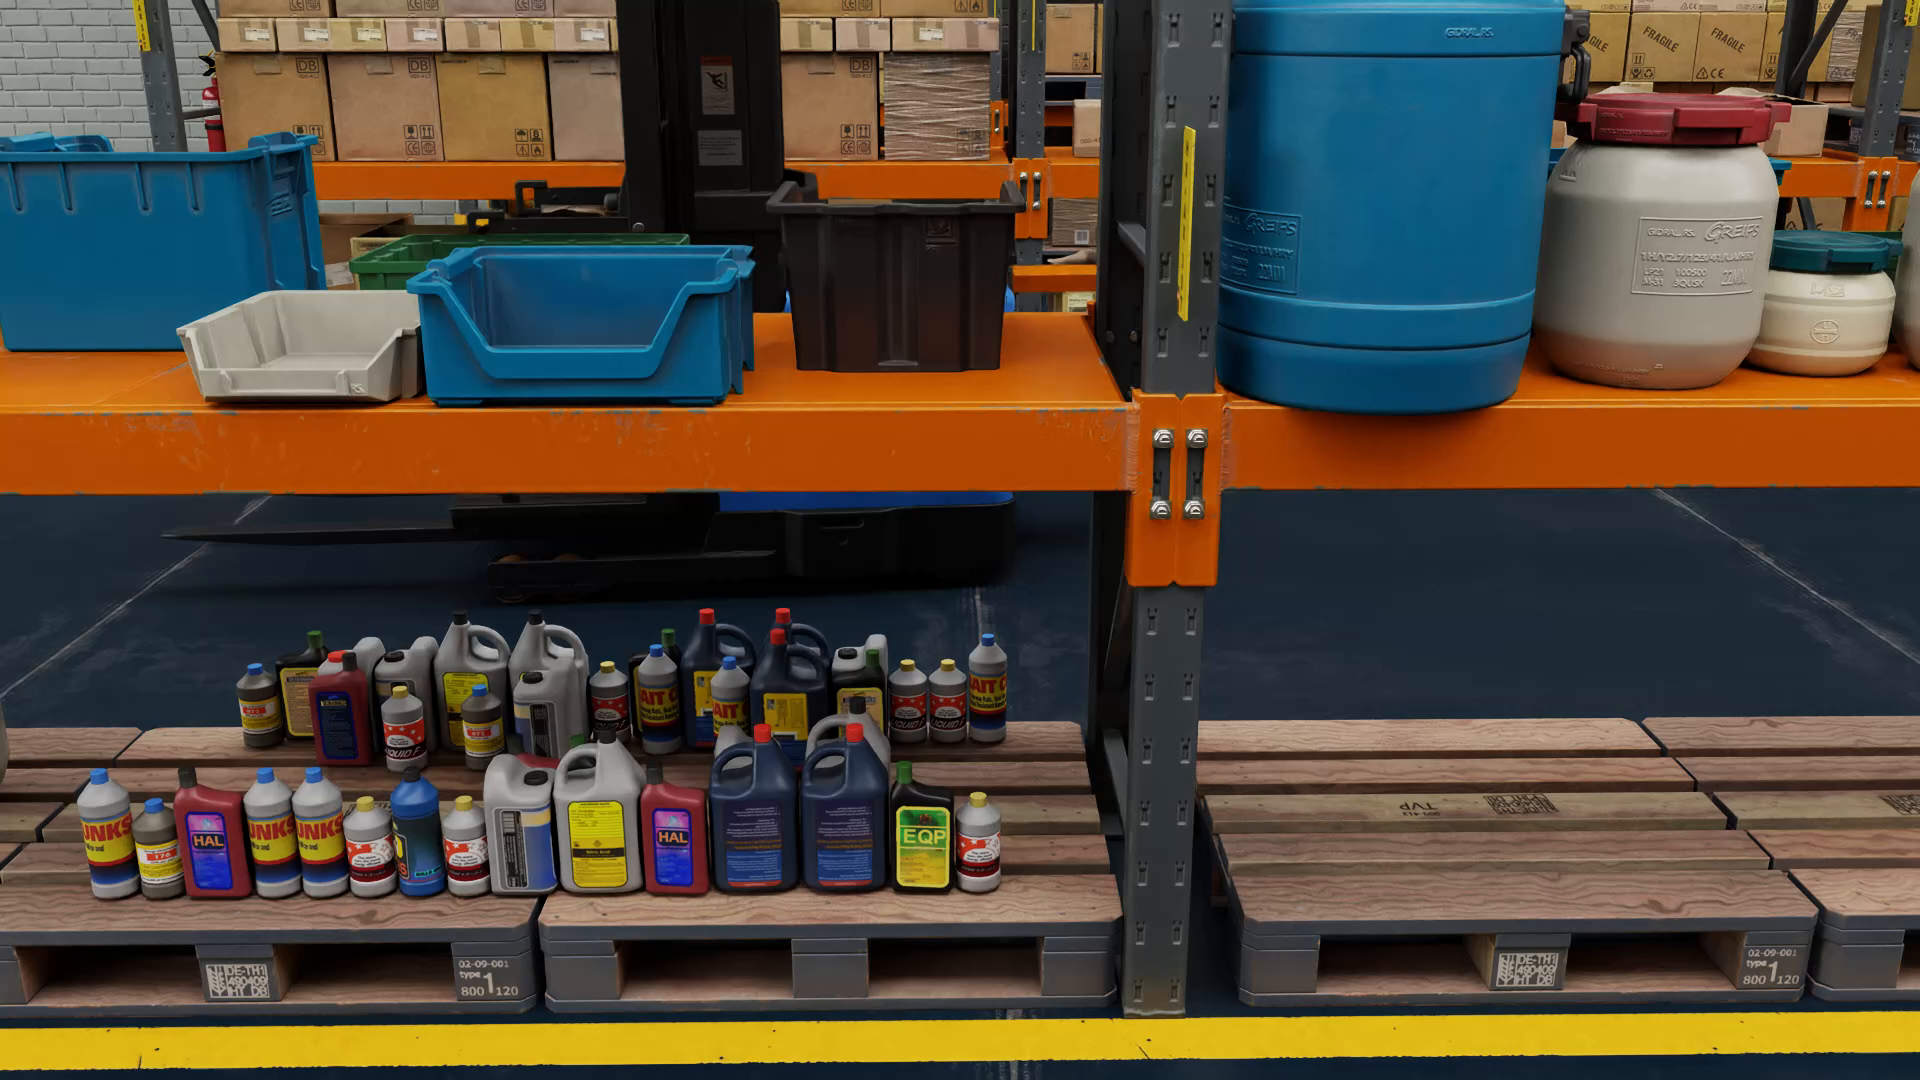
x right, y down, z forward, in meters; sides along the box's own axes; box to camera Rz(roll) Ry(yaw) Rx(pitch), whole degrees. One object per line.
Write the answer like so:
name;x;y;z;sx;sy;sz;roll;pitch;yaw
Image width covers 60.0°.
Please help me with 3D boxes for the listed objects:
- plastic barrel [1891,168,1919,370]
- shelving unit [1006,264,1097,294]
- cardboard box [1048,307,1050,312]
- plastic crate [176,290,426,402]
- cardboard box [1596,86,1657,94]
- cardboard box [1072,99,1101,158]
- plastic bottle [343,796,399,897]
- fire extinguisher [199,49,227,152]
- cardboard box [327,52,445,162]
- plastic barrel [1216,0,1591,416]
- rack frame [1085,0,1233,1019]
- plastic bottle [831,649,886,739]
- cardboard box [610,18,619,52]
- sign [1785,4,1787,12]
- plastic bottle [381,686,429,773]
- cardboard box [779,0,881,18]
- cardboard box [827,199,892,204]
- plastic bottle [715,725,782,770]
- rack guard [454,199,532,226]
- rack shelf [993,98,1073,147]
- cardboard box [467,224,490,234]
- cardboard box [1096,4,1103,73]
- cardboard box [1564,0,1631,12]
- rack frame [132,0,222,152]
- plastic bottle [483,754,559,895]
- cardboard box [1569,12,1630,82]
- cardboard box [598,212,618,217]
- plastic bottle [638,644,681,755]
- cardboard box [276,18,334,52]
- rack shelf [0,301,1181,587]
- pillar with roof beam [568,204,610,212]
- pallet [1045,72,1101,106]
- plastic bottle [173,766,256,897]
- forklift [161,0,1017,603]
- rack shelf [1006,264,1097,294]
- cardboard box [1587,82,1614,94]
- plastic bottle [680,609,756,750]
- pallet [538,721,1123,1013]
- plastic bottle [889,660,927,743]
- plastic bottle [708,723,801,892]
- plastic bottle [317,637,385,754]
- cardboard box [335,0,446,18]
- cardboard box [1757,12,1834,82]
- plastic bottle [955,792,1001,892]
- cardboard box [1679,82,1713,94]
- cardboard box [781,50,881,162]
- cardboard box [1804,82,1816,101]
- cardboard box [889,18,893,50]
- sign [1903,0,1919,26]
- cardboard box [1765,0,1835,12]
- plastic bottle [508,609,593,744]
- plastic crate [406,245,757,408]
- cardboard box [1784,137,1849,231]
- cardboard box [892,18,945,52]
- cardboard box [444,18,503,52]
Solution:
plastic barrel;2.090;-0.593;3.263;0.433;0.535;0.433;0;18;0
shelving unit;0.419;-0.583;6.402;0.503;1.200;0.258;-2;18;-5
cardboard box;0.732;-1.081;8.821;0.500;0.250;0.500;0;18;-1
plastic crate;-1.223;-0.376;3.242;0.437;0.136;0.530;0;18;-1
cardboard box;3.424;-2.132;8.428;0.500;0.311;0.500;0;18;-2
cardboard box;0.813;-2.044;8.255;0.500;0.250;0.500;1;18;3
plastic bottle;-1.244;0.639;3.506;0.097;0.201;0.097;0;18;0
fire extinguisher;-3.803;-2.185;8.575;0.183;0.674;0.296;0;18;-1
cardboard box;-2.686;-2.131;8.115;0.500;0.500;0.700;0;18;1
plastic barrel;0.787;-0.735;3.108;0.708;0.901;0.600;0;18;-1
rack frame;0.396;-0.587;3.467;0.127;3.000;1.000;0;18;-1
plastic bottle;-0.250;0.407;4.095;0.133;0.283;0.061;0;18;-1
cardboard box;-1.482;-2.382;7.836;0.250;0.149;0.380;0;18;1
sign;4.303;-2.799;8.595;0.005;0.325;0.100;0;18;-1
plastic bottle;-1.362;0.457;4.073;0.097;0.201;0.097;0;18;0
cardboard box;-0.627;-2.758;7.948;0.500;0.500;0.700;0;18;-1
cardboard box;-0.797;-2.615;13.160;0.500;0.500;0.500;-2;18;-5
plastic bottle;-0.462;0.547;3.669;0.135;0.276;0.152;0;18;-1
rack guard;-3.684;-2.404;13.222;0.348;0.500;1.175;0;18;-1
rack shelf;2.240;-3.280;13.039;4.000;0.370;1.077;0;18;-1
cardboard box;-2.138;-1.272;8.190;0.500;0.500;0.500;0;18;-1
cardboard box;1.308;-3.862;12.794;0.500;0.500;0.700;2;18;5
cardboard box;4.726;-4.112;12.543;0.500;0.250;0.500;0;18;0
rack frame;-3.678;-2.081;8.123;0.127;3.000;1.000;0;18;-1
plastic bottle;-0.920;0.594;3.525;0.135;0.276;0.152;0;18;0
cardboard box;4.729;-3.755;12.659;0.500;0.500;0.500;0;18;1
cardboard box;-1.647;-1.433;8.691;0.500;0.500;0.500;0;18;-1
plastic bottle;-0.753;0.393;4.159;0.097;0.271;0.097;0;18;0
cardboard box;-3.018;-2.375;7.816;0.250;0.149;0.380;-1;18;-2
rack shelf;-1.603;-0.235;3.547;4.000;0.370;1.077;0;18;-1
pillar with roof beam;-3.005;-5.403;8.658;0.400;9.000;9.100;0;18;-1
pallet;1.006;-3.481;12.802;1.213;0.211;1.003;0;18;-1
plastic bottle;-1.559;0.607;3.471;0.133;0.283;0.061;0;18;0
forklift;-1.342;-1.342;5.933;3.031;2.935;1.130;-2;18;-5
rack shelf;0.419;-0.958;6.282;0.480;0.148;0.258;-2;18;-5
cardboard box;4.824;-3.451;12.775;0.250;0.149;0.380;0;18;0
plastic bottle;-0.606;0.343;4.184;0.185;0.351;0.144;-1;18;-3
pallet;-0.276;0.731;3.922;1.213;0.211;1.003;0;18;-1
plastic bottle;-0.133;0.405;4.237;0.097;0.201;0.097;0;18;0
plastic bottle;-0.435;0.557;3.517;0.185;0.351;0.144;-1;18;-4
plastic bottle;-1.521;0.384;4.178;0.135;0.276;0.152;0;18;0
cardboard box;-2.632;-2.749;7.918;0.500;0.500;0.700;-1;18;-2
cardboard box;6.270;-3.762;12.680;0.500;0.500;0.500;0;18;1
plastic bottle;0.038;0.633;3.525;0.097;0.201;0.097;0;18;0
cardboard box;5.600;-3.470;12.831;0.250;0.149;0.380;0;18;0
cardboard box;-0.649;-2.139;8.141;0.500;0.500;0.700;0;18;-1
cardboard box;6.369;-3.463;12.810;0.250;0.149;0.380;0;18;1
cardboard box;-0.459;-2.511;8.240;0.250;0.149;0.380;-1;18;-2
sign;4.333;-2.501;7.538;0.005;0.325;0.100;0;18;-1
cardboard box;6.245;-4.122;12.576;0.500;0.250;0.500;-1;18;-2
plastic bottle;-1.031;0.345;4.178;0.185;0.351;0.144;0;18;-1
plastic crate;-0.706;-0.428;3.215;0.616;0.251;0.499;0;18;-1
cardboard box;6.702;-2.780;13.134;0.750;0.750;0.750;0;18;1
cardboard box;-0.194;-2.389;7.859;0.250;0.149;0.380;-1;18;-2
cardboard box;-2.250;-2.379;7.826;0.250;0.149;0.380;-1;18;-3
